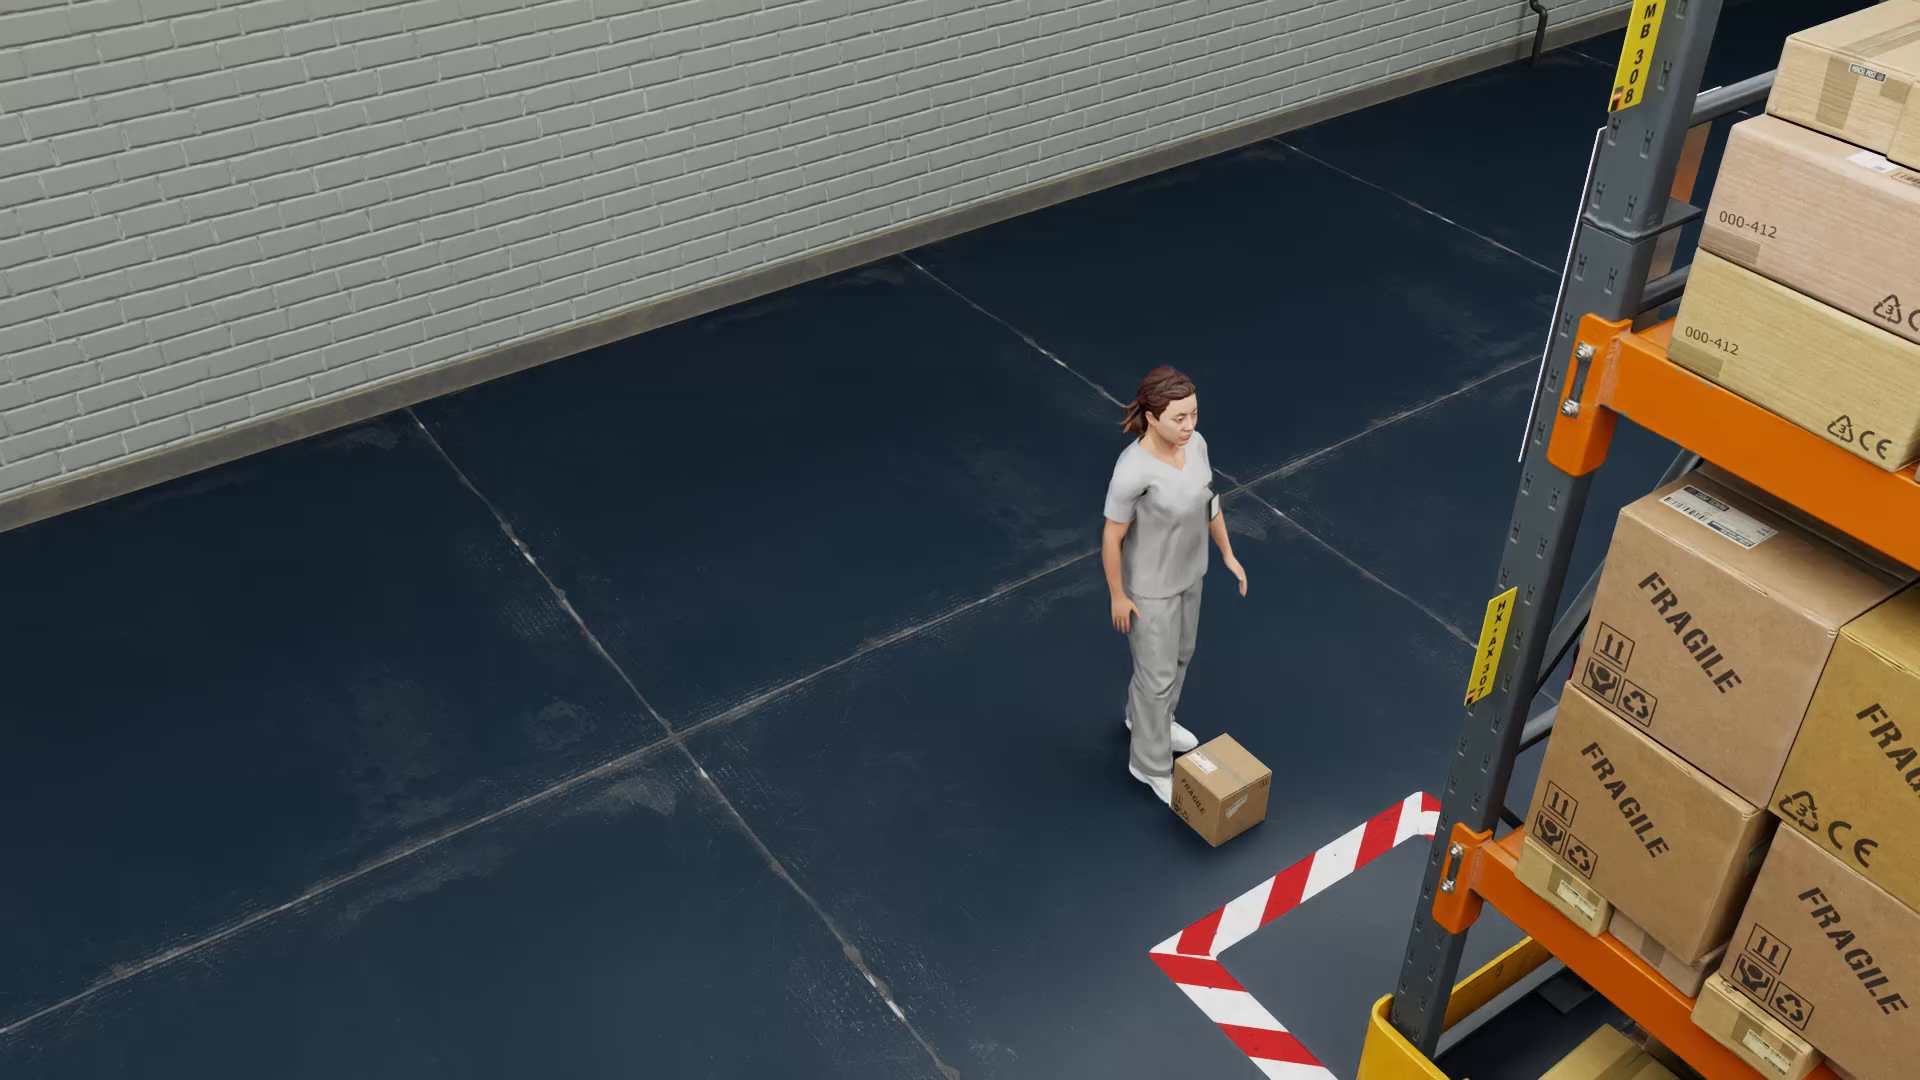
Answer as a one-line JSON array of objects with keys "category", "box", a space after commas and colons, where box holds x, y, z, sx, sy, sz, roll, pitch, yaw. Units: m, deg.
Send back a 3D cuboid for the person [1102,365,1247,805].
[{"category": "person", "box": [0.765, 0.166, 5.926, 0.540, 1.689, 0.492, 29, 46, 34]}]
